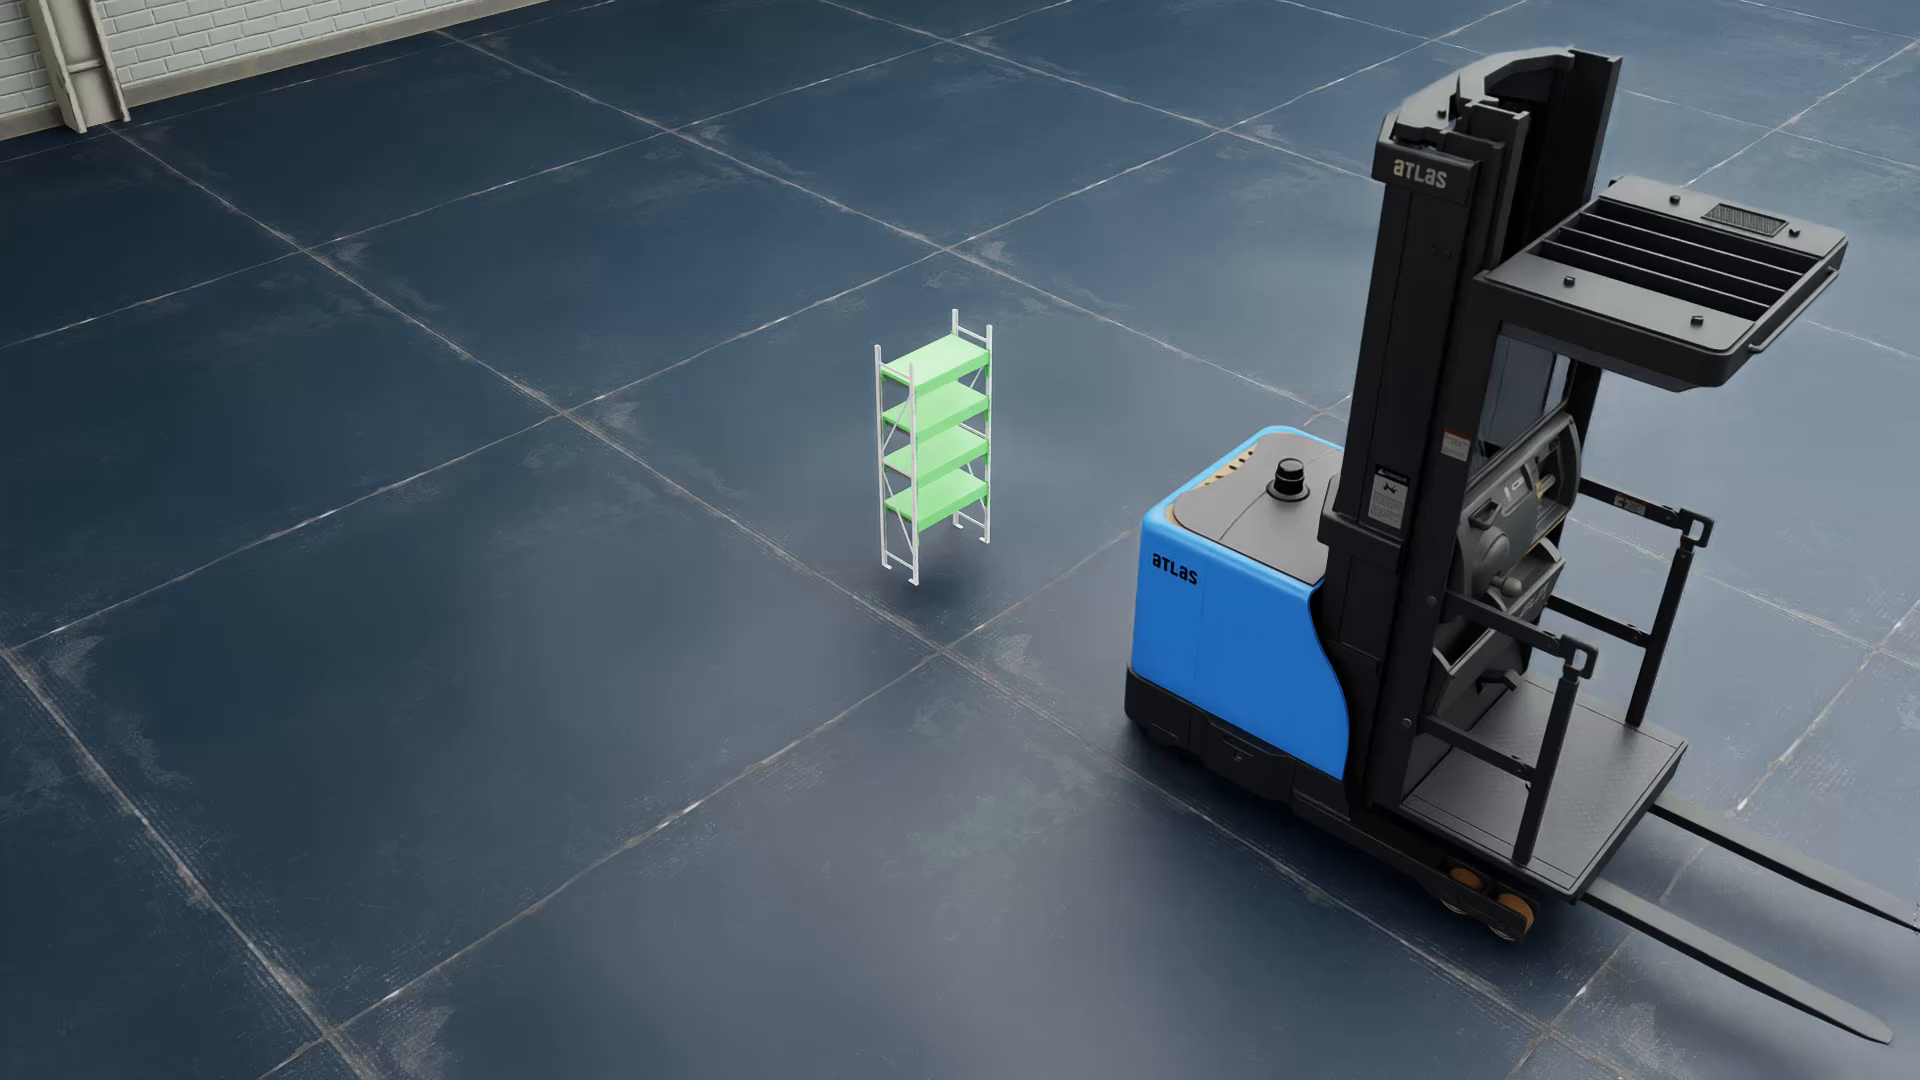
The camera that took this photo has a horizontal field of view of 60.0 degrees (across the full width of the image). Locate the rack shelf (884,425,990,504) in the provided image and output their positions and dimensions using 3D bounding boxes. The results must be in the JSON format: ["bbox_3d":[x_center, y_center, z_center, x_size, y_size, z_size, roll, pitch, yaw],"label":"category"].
[{"bbox_3d":[-0.117,-0.373,7.847,0.258,0.148,0.480,30,45,35],"label":"rack shelf"}]

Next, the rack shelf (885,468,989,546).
[{"bbox_3d":[-0.117,-0.176,7.984,0.258,0.148,0.480,30,45,35],"label":"rack shelf"}]

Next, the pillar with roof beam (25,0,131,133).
[{"bbox_3d":[-3.641,-5.205,7.847,9.100,9.000,0.400,30,45,35],"label":"pillar with roof beam"}]

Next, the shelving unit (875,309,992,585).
[{"bbox_3d":[-0.117,-0.425,7.810,0.258,1.200,0.503,30,45,35],"label":"shelving unit"}]

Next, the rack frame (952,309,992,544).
[{"bbox_3d":[0.055,-0.524,7.952,0.240,1.200,0.015,30,45,35],"label":"rack frame"}]

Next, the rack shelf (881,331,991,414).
[{"bbox_3d":[-0.117,-0.766,7.572,0.258,0.148,0.480,30,45,35],"label":"rack shelf"}]

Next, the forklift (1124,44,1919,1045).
[{"bbox_3d":[2.141,-0.072,5.791,3.031,2.935,1.130,27,43,33],"label":"forklift"}]

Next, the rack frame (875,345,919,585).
[{"bbox_3d":[-0.289,-0.326,7.668,0.240,1.200,0.015,30,45,35],"label":"rack frame"}]

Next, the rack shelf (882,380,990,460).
[{"bbox_3d":[-0.117,-0.569,7.710,0.258,0.148,0.480,30,45,35],"label":"rack shelf"}]
